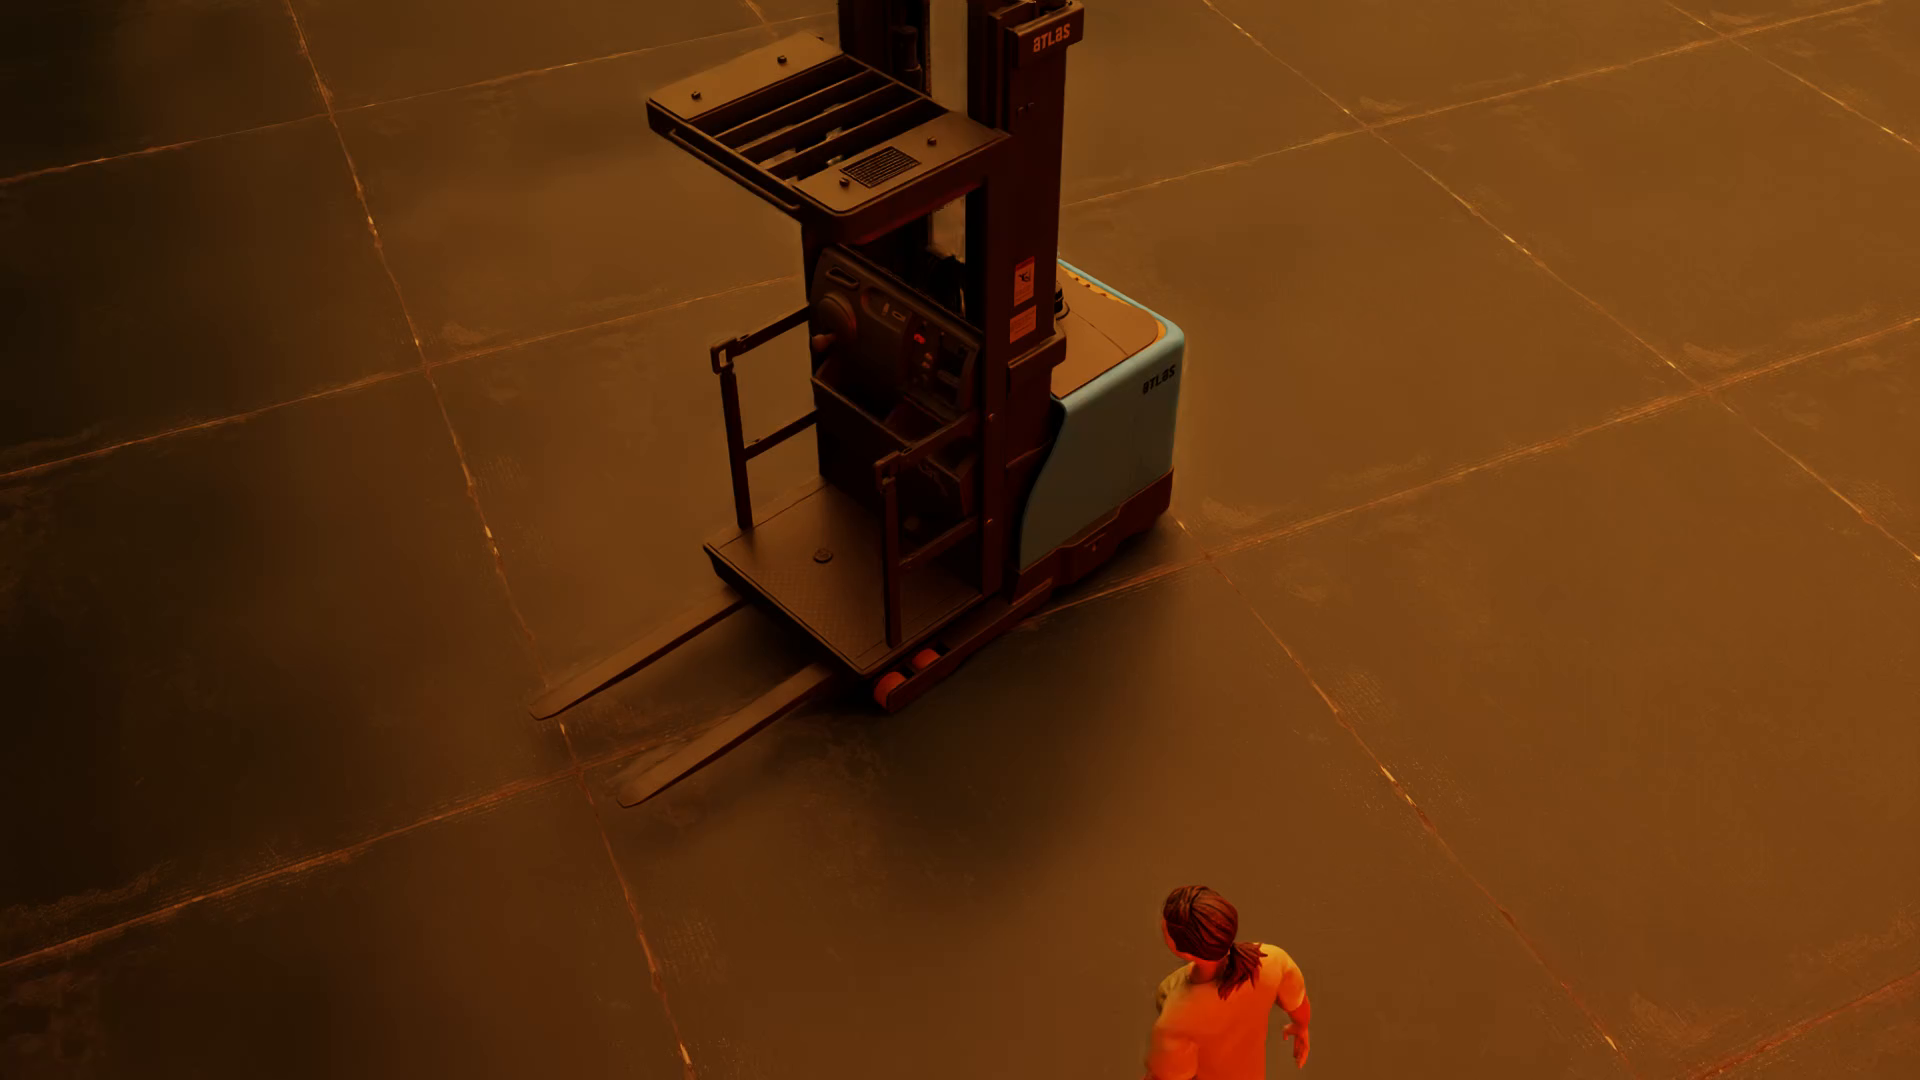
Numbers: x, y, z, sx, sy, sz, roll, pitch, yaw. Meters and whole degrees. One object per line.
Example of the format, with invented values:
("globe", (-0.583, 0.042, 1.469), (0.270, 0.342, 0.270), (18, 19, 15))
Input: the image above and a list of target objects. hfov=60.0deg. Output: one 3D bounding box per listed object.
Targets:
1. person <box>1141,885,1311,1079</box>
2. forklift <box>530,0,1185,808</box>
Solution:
("person", (0.686, 1.604, 4.913), (0.791, 1.645, 0.376), (-26, 49, -25))
("forklift", (-0.420, -0.752, 6.485), (3.031, 2.935, 1.130), (-33, 52, -30))
